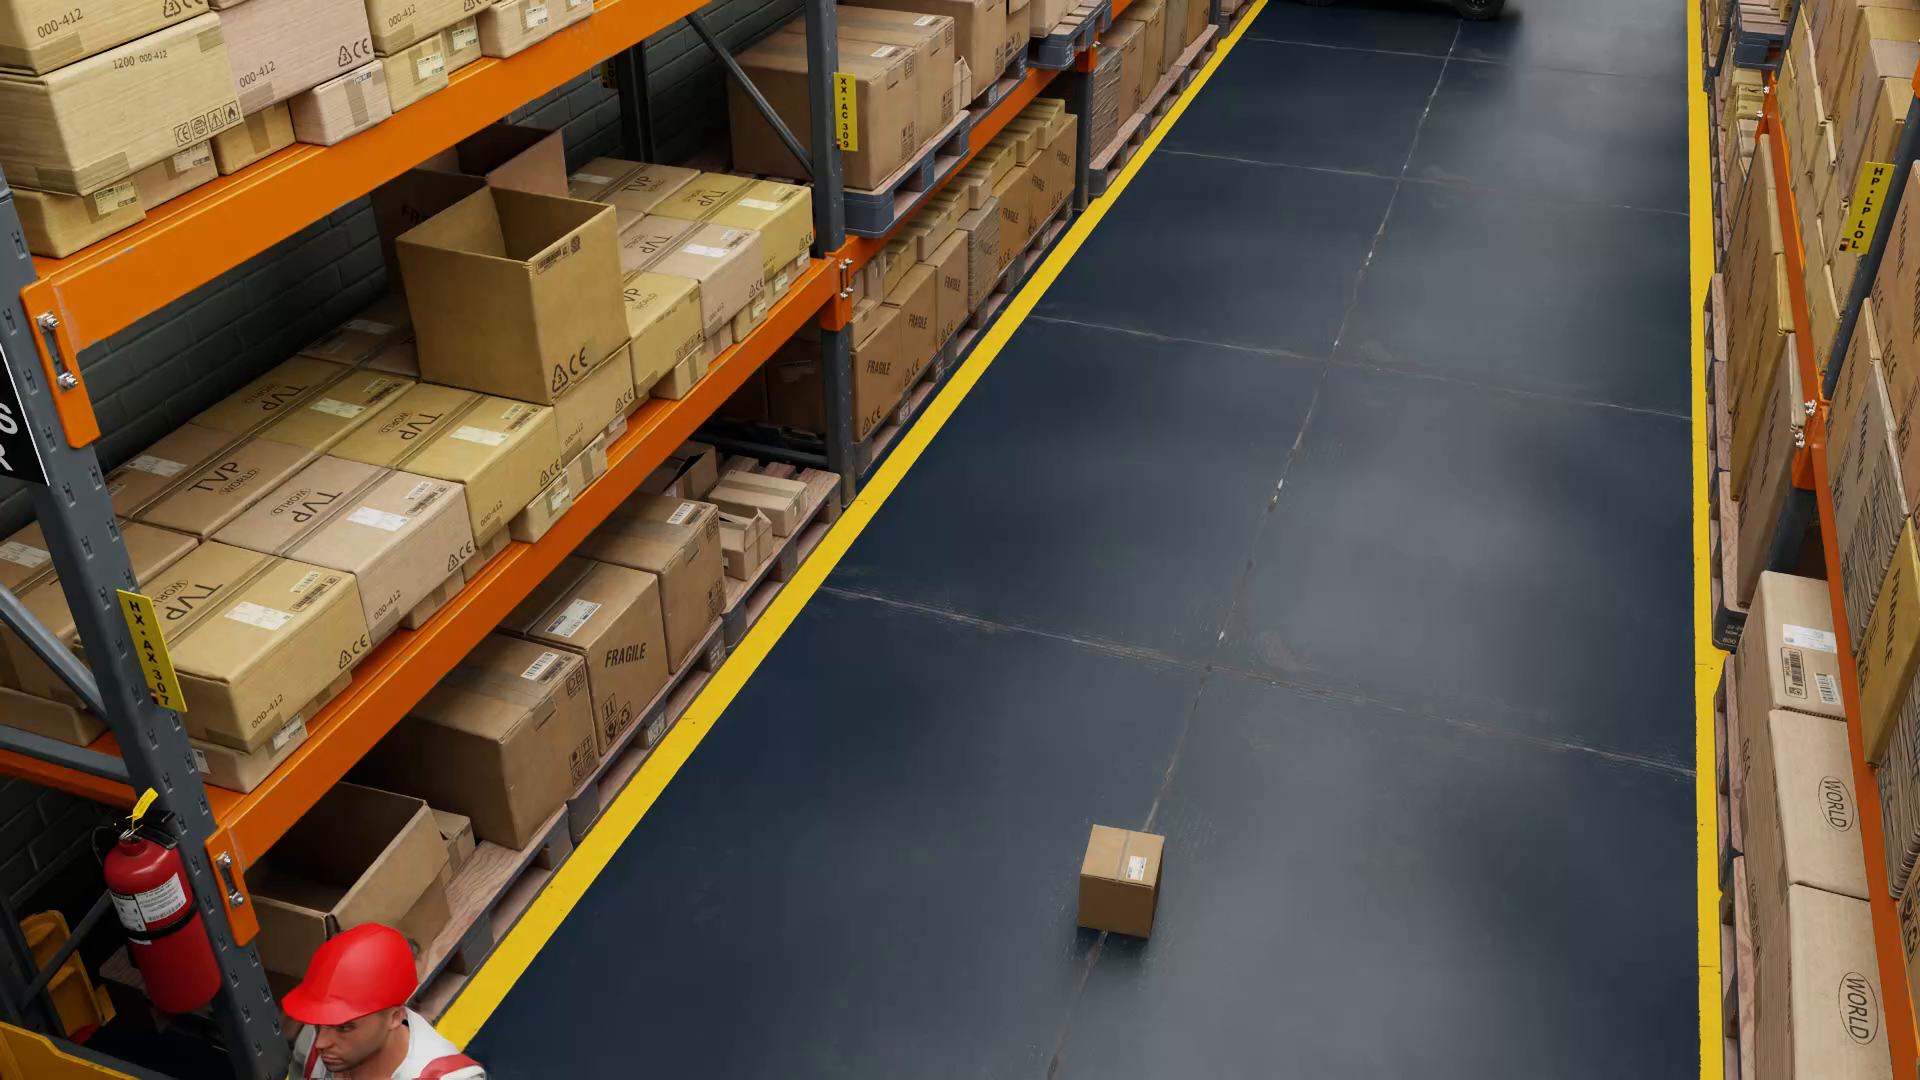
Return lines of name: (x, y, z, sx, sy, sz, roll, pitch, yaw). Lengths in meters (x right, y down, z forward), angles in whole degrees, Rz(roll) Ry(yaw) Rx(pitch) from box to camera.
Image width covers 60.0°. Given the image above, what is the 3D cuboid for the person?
person: (-1.321, 1.582, 3.650, 0.530, 1.722, 1.021, 25, 41, 33)
